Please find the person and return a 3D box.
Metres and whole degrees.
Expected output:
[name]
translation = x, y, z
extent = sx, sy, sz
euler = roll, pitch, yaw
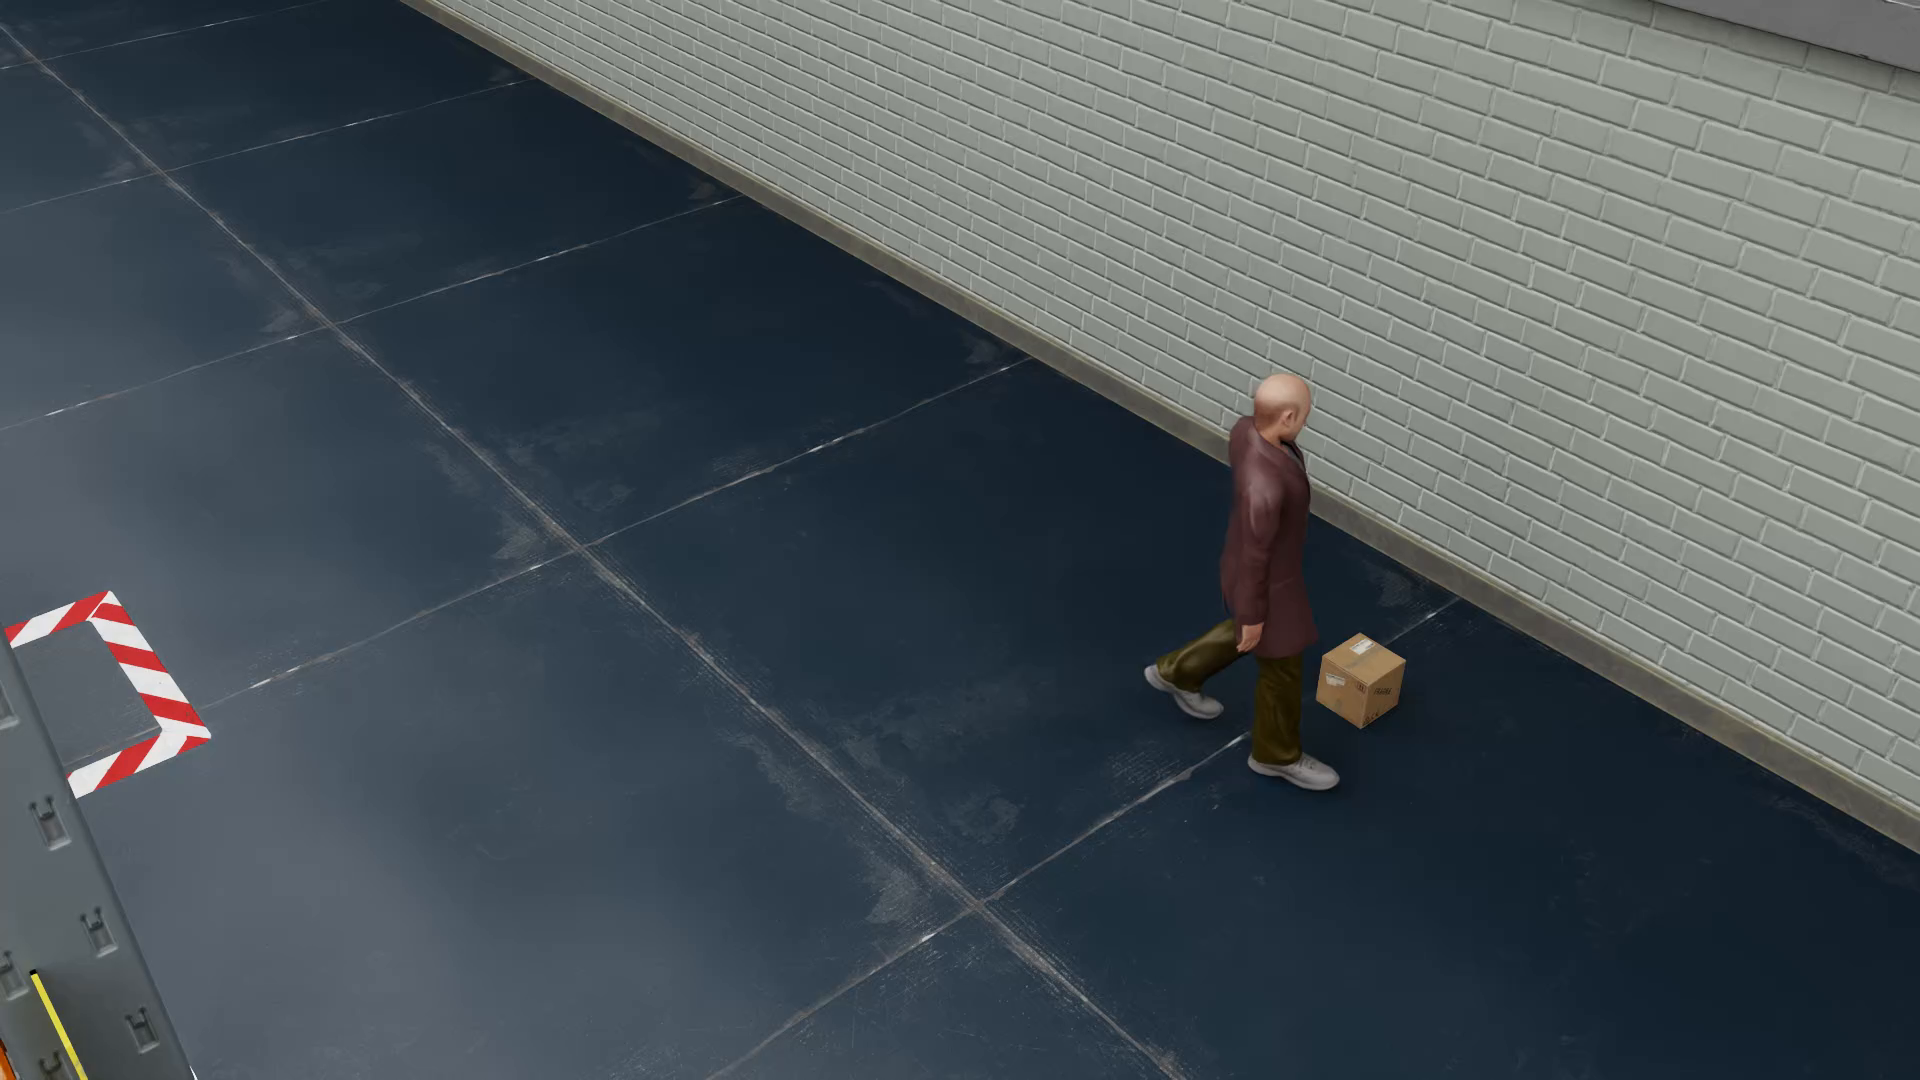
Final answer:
[person]
translation = 1.158, 0.145, 6.451
extent = 0.794, 1.768, 0.636
euler = 2, 36, 3
